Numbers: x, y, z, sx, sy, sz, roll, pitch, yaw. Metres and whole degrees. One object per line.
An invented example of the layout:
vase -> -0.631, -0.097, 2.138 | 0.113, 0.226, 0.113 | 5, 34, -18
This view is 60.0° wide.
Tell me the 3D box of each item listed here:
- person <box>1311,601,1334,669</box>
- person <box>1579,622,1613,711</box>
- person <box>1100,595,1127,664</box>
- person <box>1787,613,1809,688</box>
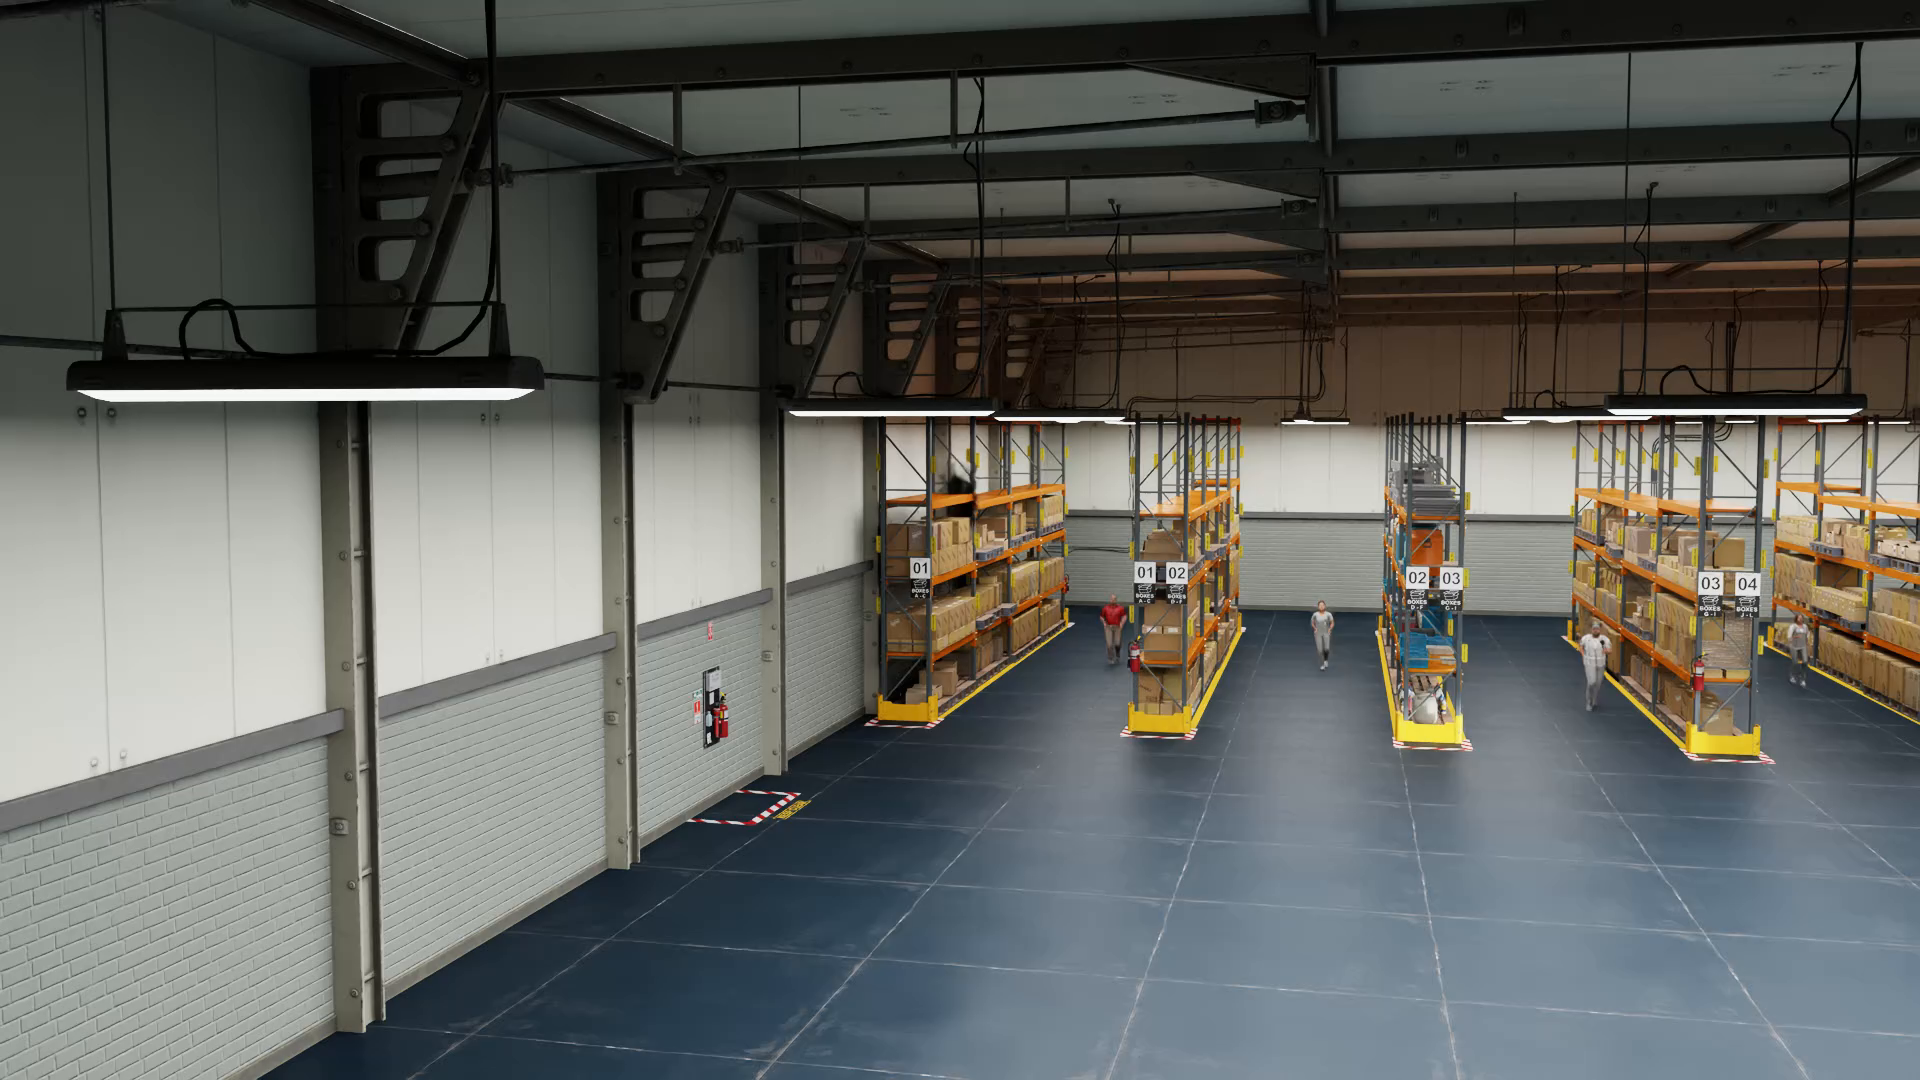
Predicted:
person -> 8.540, 2.249, 39.208 | 0.539, 1.626, 0.541 | 1, 4, 13
person -> 12.927, 2.575, 33.803 | 0.614, 1.859, 0.764 | 1, 4, 12
person -> 3.699, 2.164, 40.182 | 0.659, 1.674, 0.622 | 0, 4, 6
person -> 18.545, 2.431, 36.770 | 0.516, 1.636, 0.685 | 1, 4, 11
